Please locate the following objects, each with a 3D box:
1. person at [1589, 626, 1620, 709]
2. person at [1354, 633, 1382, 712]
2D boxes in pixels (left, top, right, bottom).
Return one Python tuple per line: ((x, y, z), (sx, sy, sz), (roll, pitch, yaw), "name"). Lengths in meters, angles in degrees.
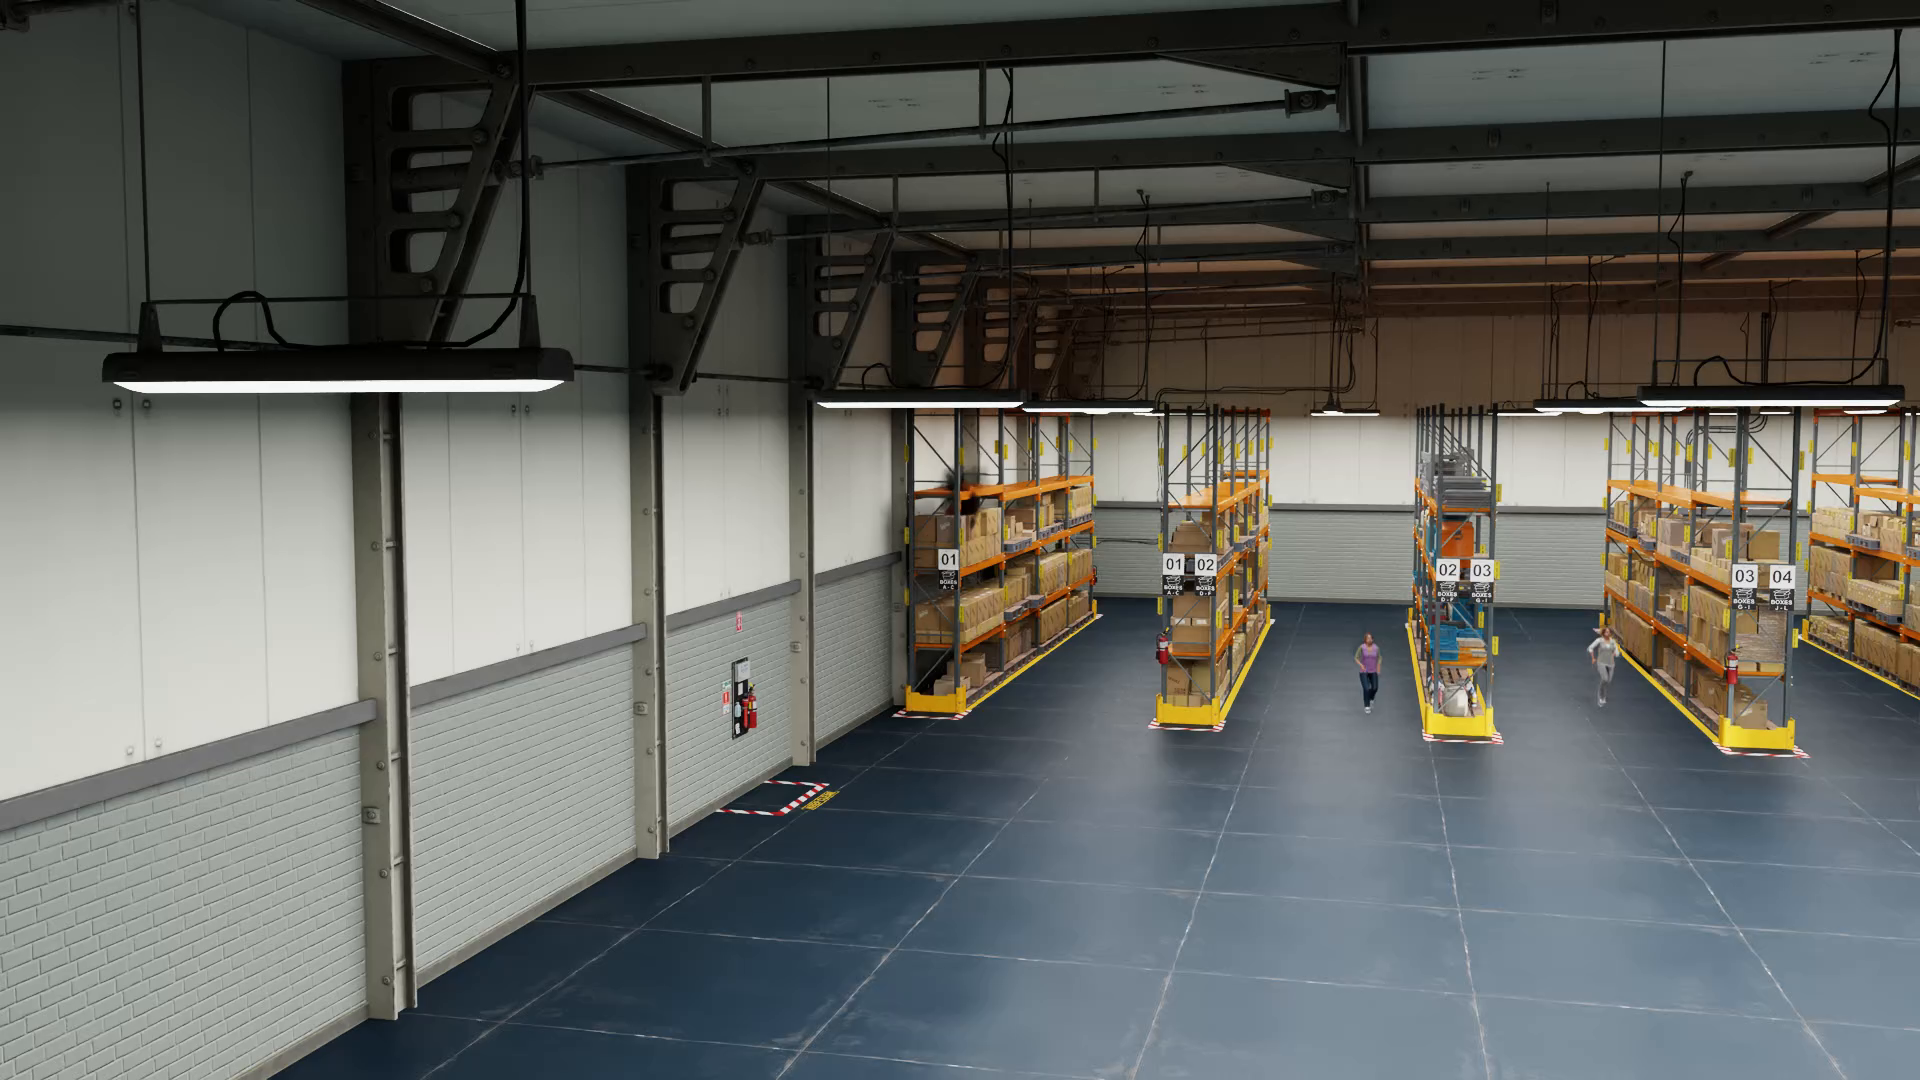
((12.819, 2.529, 33.003), (0.503, 1.616, 0.694), (0, 4, 0), "person")
((7.945, 2.583, 32.306), (0.547, 1.562, 0.545), (0, 4, 4), "person")
